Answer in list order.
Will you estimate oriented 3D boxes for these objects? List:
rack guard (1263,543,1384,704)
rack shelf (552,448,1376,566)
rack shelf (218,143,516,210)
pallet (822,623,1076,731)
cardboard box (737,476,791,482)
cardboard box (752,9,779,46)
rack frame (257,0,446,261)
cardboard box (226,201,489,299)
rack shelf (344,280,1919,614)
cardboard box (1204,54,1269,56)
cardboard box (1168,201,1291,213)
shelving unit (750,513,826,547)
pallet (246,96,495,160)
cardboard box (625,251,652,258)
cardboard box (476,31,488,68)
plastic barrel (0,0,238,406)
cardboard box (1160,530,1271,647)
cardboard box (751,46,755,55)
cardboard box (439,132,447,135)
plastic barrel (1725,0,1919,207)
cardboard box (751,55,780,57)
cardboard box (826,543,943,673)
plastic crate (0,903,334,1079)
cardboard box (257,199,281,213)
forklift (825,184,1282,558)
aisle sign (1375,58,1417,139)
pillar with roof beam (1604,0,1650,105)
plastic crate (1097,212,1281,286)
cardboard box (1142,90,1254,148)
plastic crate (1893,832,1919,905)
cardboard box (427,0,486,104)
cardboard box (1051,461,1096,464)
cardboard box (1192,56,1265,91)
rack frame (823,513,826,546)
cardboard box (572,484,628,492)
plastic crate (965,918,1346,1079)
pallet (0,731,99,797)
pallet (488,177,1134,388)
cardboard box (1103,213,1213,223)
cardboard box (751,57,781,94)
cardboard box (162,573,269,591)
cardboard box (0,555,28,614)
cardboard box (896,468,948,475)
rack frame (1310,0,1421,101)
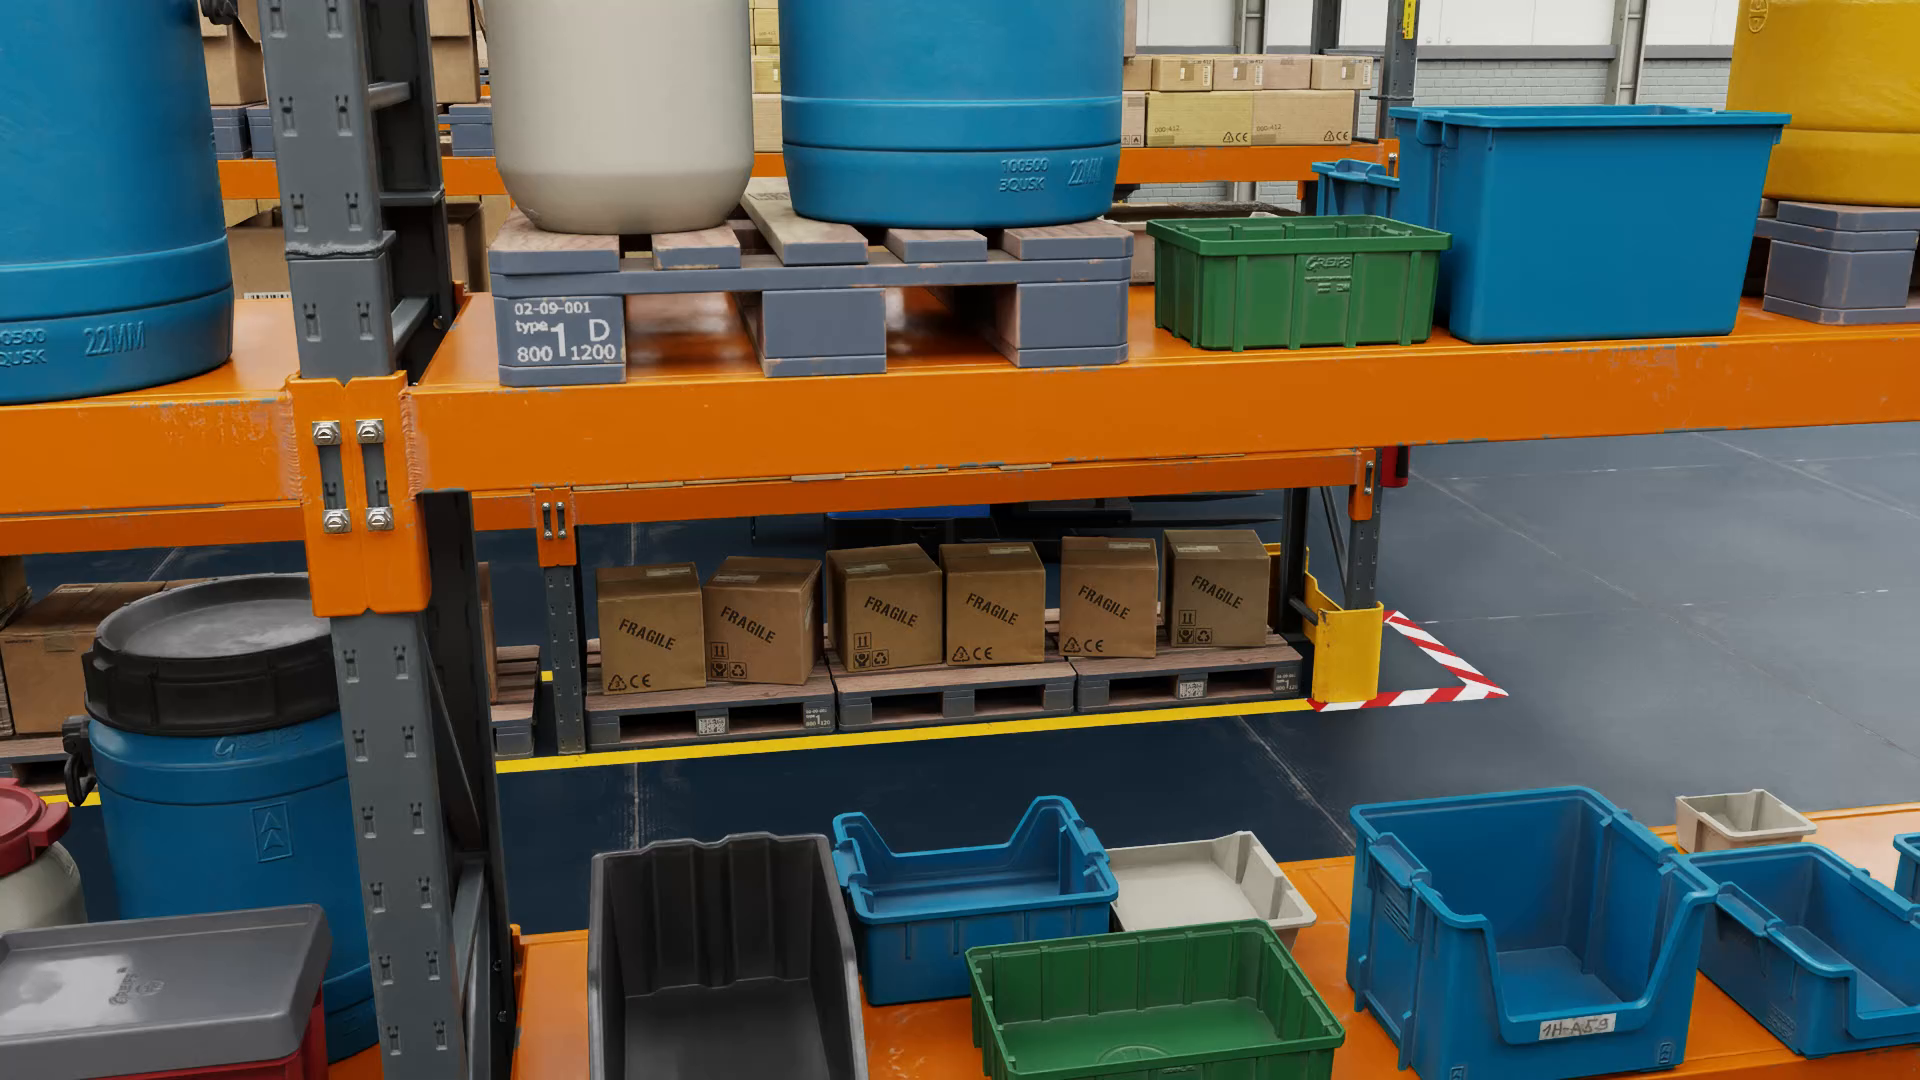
[{"bbox_3d":[1.901,0.429,9.063,0.348,0.500,1.175,-3,17,-10],"label":"rack guard"},{"bbox_3d":[0.012,-0.315,8.452,4.000,0.370,1.077,-3,17,-10],"label":"rack shelf"},{"bbox_3d":[-3.915,-1.526,7.287,4.000,0.370,1.077,-3,17,-10],"label":"rack shelf"},{"bbox_3d":[-0.098,0.669,8.773,1.213,0.211,1.003,-3,17,-10],"label":"pallet"},{"bbox_3d":[-0.952,-0.401,7.936,0.250,0.149,0.380,-3,17,-10],"label":"cardboard box"},{"bbox_3d":[-1.270,-3.739,12.130,0.500,0.250,0.500,-3,17,-11],"label":"cardboard box"},{"bbox_3d":[-1.012,-1.987,2.455,0.127,3.000,1.000,-3,17,-10],"label":"rack frame"},{"bbox_3d":[-2.758,-1.031,7.822,1.000,1.000,1.000,-3,17,-10],"label":"cardboard box"},{"bbox_3d":[0.952,-0.321,3.363,4.000,0.370,1.077,-3,17,-10],"label":"rack shelf"},{"bbox_3d":[1.389,-2.387,8.443,0.250,0.149,0.380,-3,17,-9],"label":"cardboard box"},{"bbox_3d":[1.384,-1.486,8.660,0.500,0.500,0.500,-3,17,-10],"label":"cardboard box"},{"bbox_3d":[-1.157,-0.563,11.101,0.503,1.200,0.258,-1,17,-2],"label":"shelving unit"},{"bbox_3d":[-2.578,-1.887,7.559,1.003,0.211,1.213,-3,17,-10],"label":"pallet"},{"bbox_3d":[-1.461,-1.167,7.622,0.500,0.500,0.500,-3,17,-10],"label":"cardboard box"},{"bbox_3d":[-3.456,-3.508,11.885,0.500,0.250,0.500,-3,17,-10],"label":"cardboard box"},{"bbox_3d":[-1.470,-0.702,2.525,0.708,0.901,0.600,-3,17,-10],"label":"plastic barrel"},{"bbox_3d":[1.360,0.254,8.917,0.500,0.500,0.500,0,17,0],"label":"cardboard box"},{"bbox_3d":[-1.626,-3.509,12.063,0.250,0.149,0.380,-4,17,-11],"label":"cardboard box"},{"bbox_3d":[-5.407,-4.090,17.023,0.250,0.149,0.380,-2,17,-7],"label":"cardboard box"},{"bbox_3d":[1.820,-0.967,3.205,0.600,0.588,0.600,0,17,0],"label":"plastic barrel"},{"bbox_3d":[-0.911,-2.251,8.001,0.250,0.149,0.380,-4,17,-12],"label":"cardboard box"},{"bbox_3d":[-0.396,0.345,8.622,0.500,0.500,0.500,-5,18,-15],"label":"cardboard box"},{"bbox_3d":[-1.429,0.965,2.951,0.583,0.464,0.402,-3,17,-10],"label":"plastic crate"},{"bbox_3d":[-4.777,-2.394,12.124,0.500,0.500,0.700,-3,17,-11],"label":"cardboard box"},{"bbox_3d":[0.622,-1.409,10.907,3.031,2.935,1.130,-1,17,-2],"label":"forklift"},{"bbox_3d":[2.094,-1.930,8.057,0.004,0.787,0.394,-3,17,-10],"label":"aisle sign"},{"bbox_3d":[10.895,-7.574,20.643,0.400,9.000,9.100,-3,17,-10],"label":"pillar with roof beam"},{"bbox_3d":[0.487,-0.633,3.604,0.396,0.136,0.243,-3,17,-10],"label":"plastic crate"},{"bbox_3d":[1.061,-2.003,7.872,0.500,0.250,0.500,-3,17,-10],"label":"cardboard box"},{"bbox_3d":[2.481,0.843,3.711,0.616,0.251,0.499,-3,17,-10],"label":"plastic crate"},{"bbox_3d":[-2.432,-2.233,7.474,0.637,0.503,0.797,-4,18,-13],"label":"cardboard box"},{"bbox_3d":[0.511,-0.500,8.259,0.250,0.149,0.380,-3,17,-10],"label":"cardboard box"},{"bbox_3d":[1.237,-2.190,7.800,0.250,0.149,0.380,-4,18,-13],"label":"cardboard box"},{"bbox_3d":[-0.913,-0.566,11.111,0.015,1.200,0.240,-1,17,-2],"label":"rack frame"},{"bbox_3d":[-1.683,-0.352,7.778,0.250,0.149,0.380,-3,17,-10],"label":"cardboard box"},{"bbox_3d":[0.374,0.988,3.348,0.662,0.188,0.450,-3,17,-10],"label":"plastic crate"},{"bbox_3d":[-3.916,0.899,8.026,1.213,0.211,1.003,-3,17,-10],"label":"pallet"},{"bbox_3d":[-0.322,-0.531,3.145,1.003,0.211,1.213,-3,17,-10],"label":"pallet"},{"bbox_3d":[0.993,-1.306,8.077,0.500,0.500,0.500,-3,17,-10],"label":"cardboard box"},{"bbox_3d":[-0.822,-2.099,7.503,0.250,0.149,0.380,-3,17,-9],"label":"cardboard box"},{"bbox_3d":[-3.580,0.518,8.025,0.500,0.500,0.700,-5,18,-15],"label":"cardboard box"},{"bbox_3d":[-4.708,0.223,7.706,0.500,0.250,0.500,-1,17,-4],"label":"cardboard box"},{"bbox_3d":[-0.213,-0.440,8.062,0.250,0.149,0.380,-3,17,-10],"label":"cardboard box"},{"bbox_3d":[1.976,-3.638,7.829,0.127,3.000,1.000,-3,17,-10],"label":"rack frame"}]
